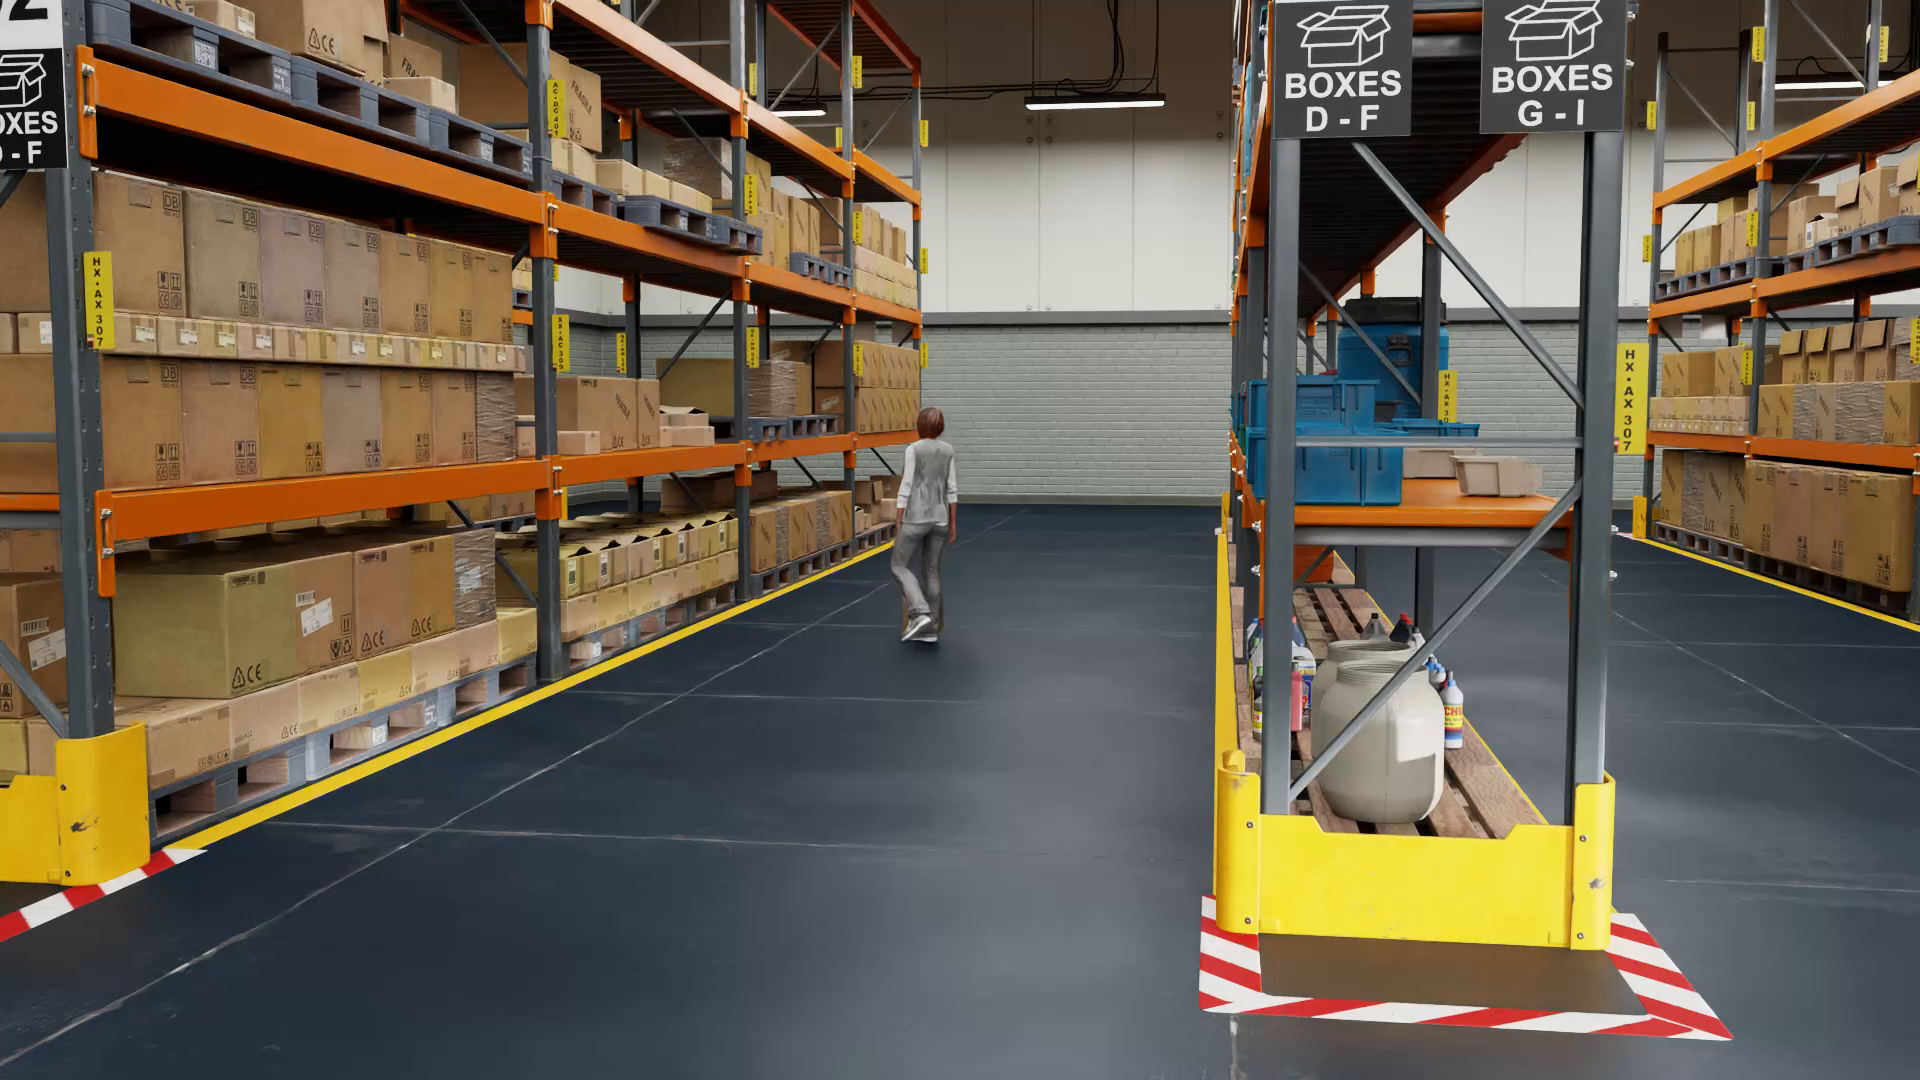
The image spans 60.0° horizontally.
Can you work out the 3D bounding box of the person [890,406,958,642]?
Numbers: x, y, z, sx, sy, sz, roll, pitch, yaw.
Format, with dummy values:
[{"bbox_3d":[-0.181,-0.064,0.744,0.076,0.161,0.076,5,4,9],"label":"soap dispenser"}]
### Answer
[{"bbox_3d":[-0.222,-0.102,11.238,0.435,1.598,0.419,-3,5,-31],"label":"person"}]
